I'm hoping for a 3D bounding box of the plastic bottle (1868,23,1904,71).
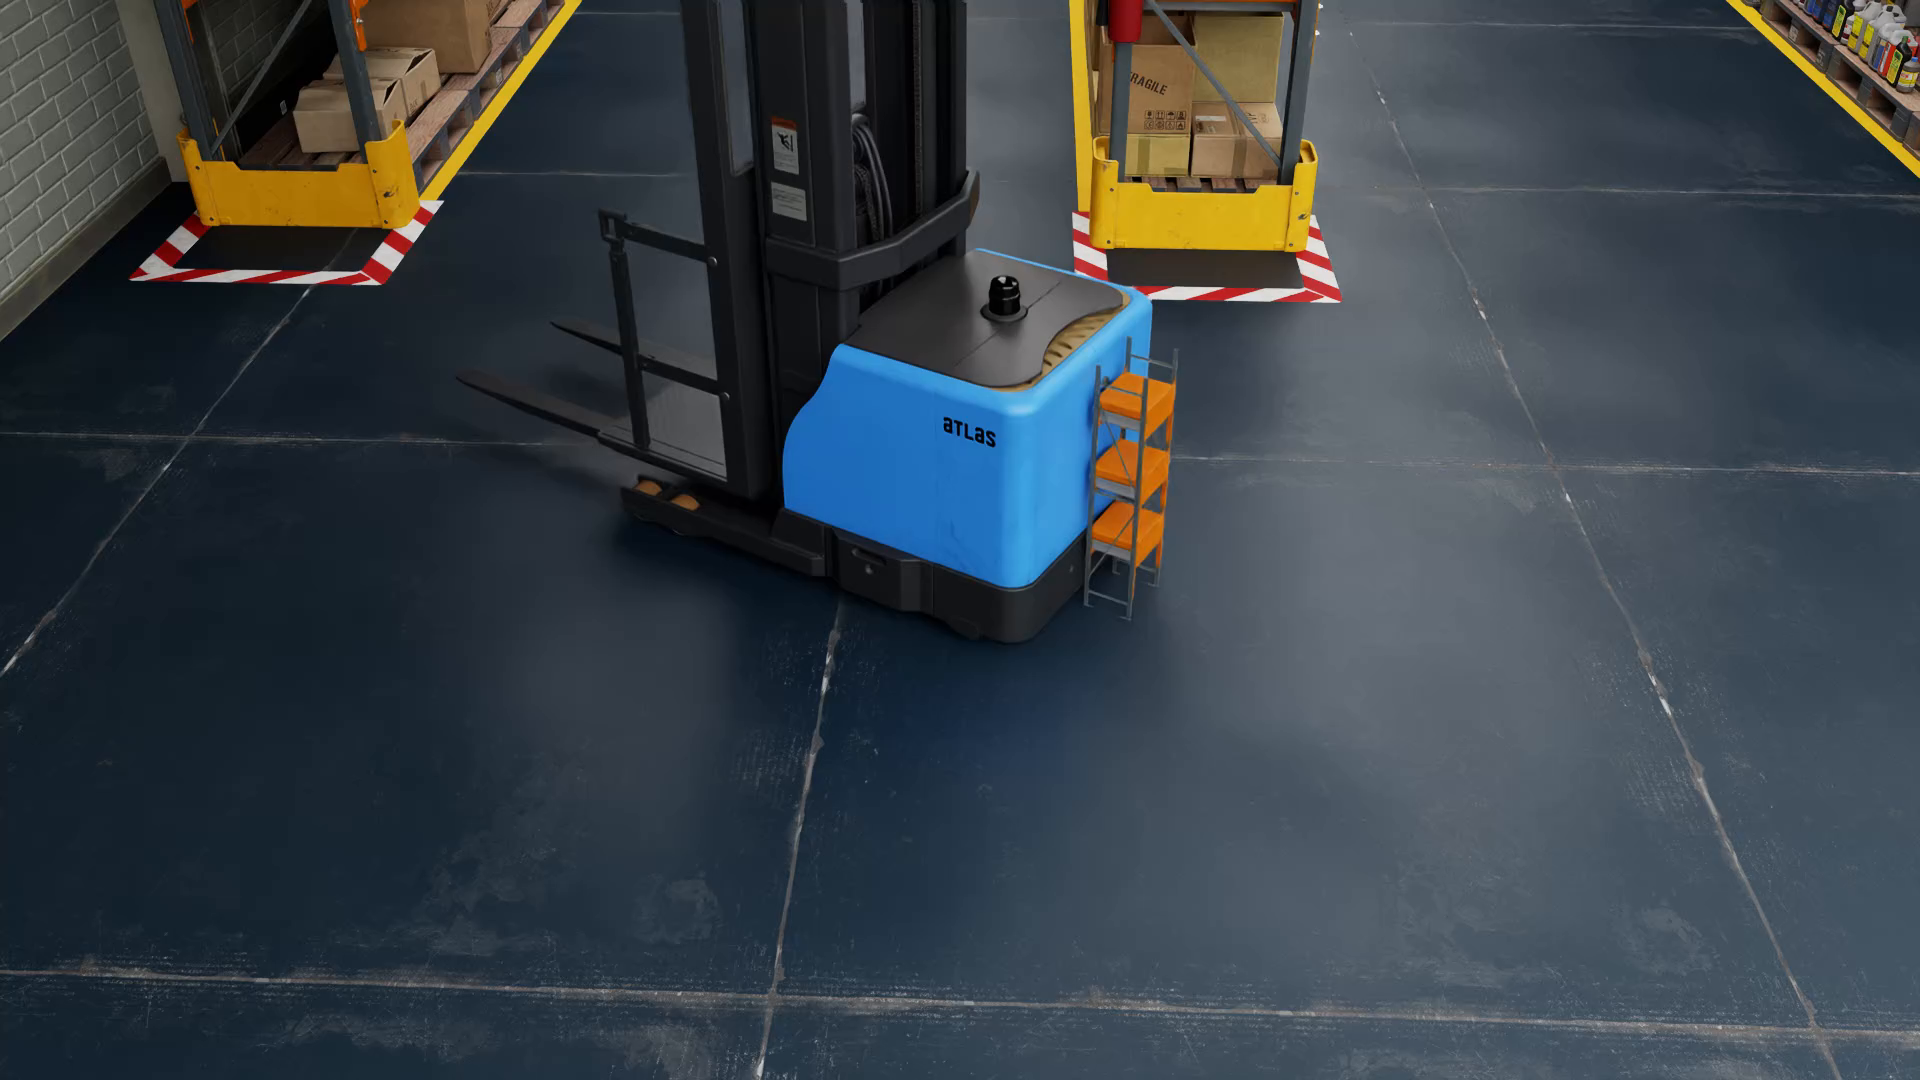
[{"bbox_3d":[5.926,-3.142,10.598,0.152,0.276,0.135,0,35,1],"label":"plastic bottle"}]

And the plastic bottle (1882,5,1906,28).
[{"bbox_3d":[6.085,-3.355,10.901,0.152,0.276,0.135,1,35,2],"label":"plastic bottle"}]

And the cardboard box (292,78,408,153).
[{"bbox_3d":[-3.534,-2.491,9.642,0.500,0.311,0.500,-2,35,-3],"label":"cardboard box"}]

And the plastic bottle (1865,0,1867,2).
[{"bbox_3d":[6.075,-3.609,11.266,0.097,0.271,0.097,0,35,0],"label":"plastic bottle"}]

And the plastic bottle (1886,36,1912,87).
[{"bbox_3d":[5.869,-2.989,10.374,0.061,0.283,0.133,2,35,3],"label":"plastic bottle"}]

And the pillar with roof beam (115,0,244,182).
[{"bbox_3d":[-0.187,-5.793,7.167,9.100,9.000,0.400,1,35,2],"label":"pillar with roof beam"}]

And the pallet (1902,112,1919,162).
[{"bbox_3d":[6.241,-2.158,9.637,1.003,0.211,1.213,1,35,2],"label":"pallet"}]

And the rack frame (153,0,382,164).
[{"bbox_3d":[-3.652,-3.016,8.433,1.000,3.000,0.127,1,35,2],"label":"rack frame"}]

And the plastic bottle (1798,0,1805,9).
[{"bbox_3d":[5.949,-3.831,11.643,0.097,0.201,0.097,0,35,0],"label":"plastic bottle"}]

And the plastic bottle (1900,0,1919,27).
[{"bbox_3d":[6.513,-3.653,11.325,0.152,0.276,0.135,1,35,2],"label":"plastic bottle"}]

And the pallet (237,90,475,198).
[{"bbox_3d":[-3.581,-2.385,9.960,1.003,0.211,1.213,1,35,2],"label":"pallet"}]

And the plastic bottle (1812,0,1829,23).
[{"bbox_3d":[5.961,-3.727,11.366,0.144,0.351,0.185,2,35,3],"label":"plastic bottle"}]

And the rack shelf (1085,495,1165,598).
[{"bbox_3d":[0.624,0.024,6.304,0.215,0.259,0.240,19,39,25],"label":"rack shelf"}]

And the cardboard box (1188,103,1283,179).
[{"bbox_3d":[1.542,-2.254,9.374,0.500,0.250,0.500,1,35,2],"label":"cardboard box"}]

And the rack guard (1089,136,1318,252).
[{"bbox_3d":[1.297,-1.867,8.972,1.175,0.500,0.348,1,35,2],"label":"rack guard"}]

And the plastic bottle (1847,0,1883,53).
[{"bbox_3d":[5.936,-3.375,10.864,0.144,0.351,0.185,1,35,2],"label":"plastic bottle"}]

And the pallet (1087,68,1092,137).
[{"bbox_3d":[1.338,-2.902,10.696,1.003,0.211,1.213,1,35,2],"label":"pallet"}]

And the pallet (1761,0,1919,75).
[{"bbox_3d":[6.339,-3.560,11.631,1.003,0.211,1.213,1,35,2],"label":"pallet"}]

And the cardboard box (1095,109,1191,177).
[{"bbox_3d":[1.024,-2.266,9.391,0.500,0.250,0.500,1,35,2],"label":"cardboard box"}]

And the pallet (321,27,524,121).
[{"bbox_3d":[-3.529,-3.084,10.954,1.003,0.211,1.213,1,35,2],"label":"pallet"}]

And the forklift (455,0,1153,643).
[{"bbox_3d":[-0.790,-1.455,6.271,3.031,2.935,1.130,20,40,25],"label":"forklift"}]

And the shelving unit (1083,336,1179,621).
[{"bbox_3d":[0.624,-0.212,6.139,0.215,1.050,0.252,19,39,25],"label":"shelving unit"}]

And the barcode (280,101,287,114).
[{"bbox_3d":[-3.933,-2.515,9.667,0.001,0.075,0.075,1,35,2],"label":"barcode"}]

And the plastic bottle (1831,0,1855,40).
[{"bbox_3d":[5.905,-3.497,11.098,0.061,0.283,0.133,3,35,4],"label":"plastic bottle"}]

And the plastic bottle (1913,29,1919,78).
[{"bbox_3d":[6.027,-3.063,10.480,0.061,0.283,0.133,1,35,2],"label":"plastic bottle"}]

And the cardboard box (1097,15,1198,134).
[{"bbox_3d":[1.022,-2.572,9.175,0.500,0.500,0.500,1,35,2],"label":"cardboard box"}]

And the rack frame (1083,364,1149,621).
[{"bbox_3d":[0.561,-0.152,6.053,0.200,1.050,0.008,19,39,25],"label":"rack frame"}]

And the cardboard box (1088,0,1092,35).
[{"bbox_3d":[1.069,-3.435,10.402,0.500,0.500,0.500,1,35,2],"label":"cardboard box"}]

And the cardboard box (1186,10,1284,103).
[{"bbox_3d":[1.560,-2.848,9.567,0.500,0.500,0.500,1,35,2],"label":"cardboard box"}]

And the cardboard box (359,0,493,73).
[{"bbox_3d":[-3.432,-3.317,10.652,0.700,0.500,0.500,-1,35,-1],"label":"cardboard box"}]

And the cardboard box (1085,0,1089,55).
[{"bbox_3d":[1.086,-3.415,11.027,0.500,0.250,0.500,1,35,2],"label":"cardboard box"}]

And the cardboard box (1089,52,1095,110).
[{"bbox_3d":[1.051,-2.840,10.209,0.500,0.250,0.500,1,35,2],"label":"cardboard box"}]

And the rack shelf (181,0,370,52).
[{"bbox_3d":[-3.572,-3.871,10.275,1.077,0.370,4.000,1,35,2],"label":"rack shelf"}]
